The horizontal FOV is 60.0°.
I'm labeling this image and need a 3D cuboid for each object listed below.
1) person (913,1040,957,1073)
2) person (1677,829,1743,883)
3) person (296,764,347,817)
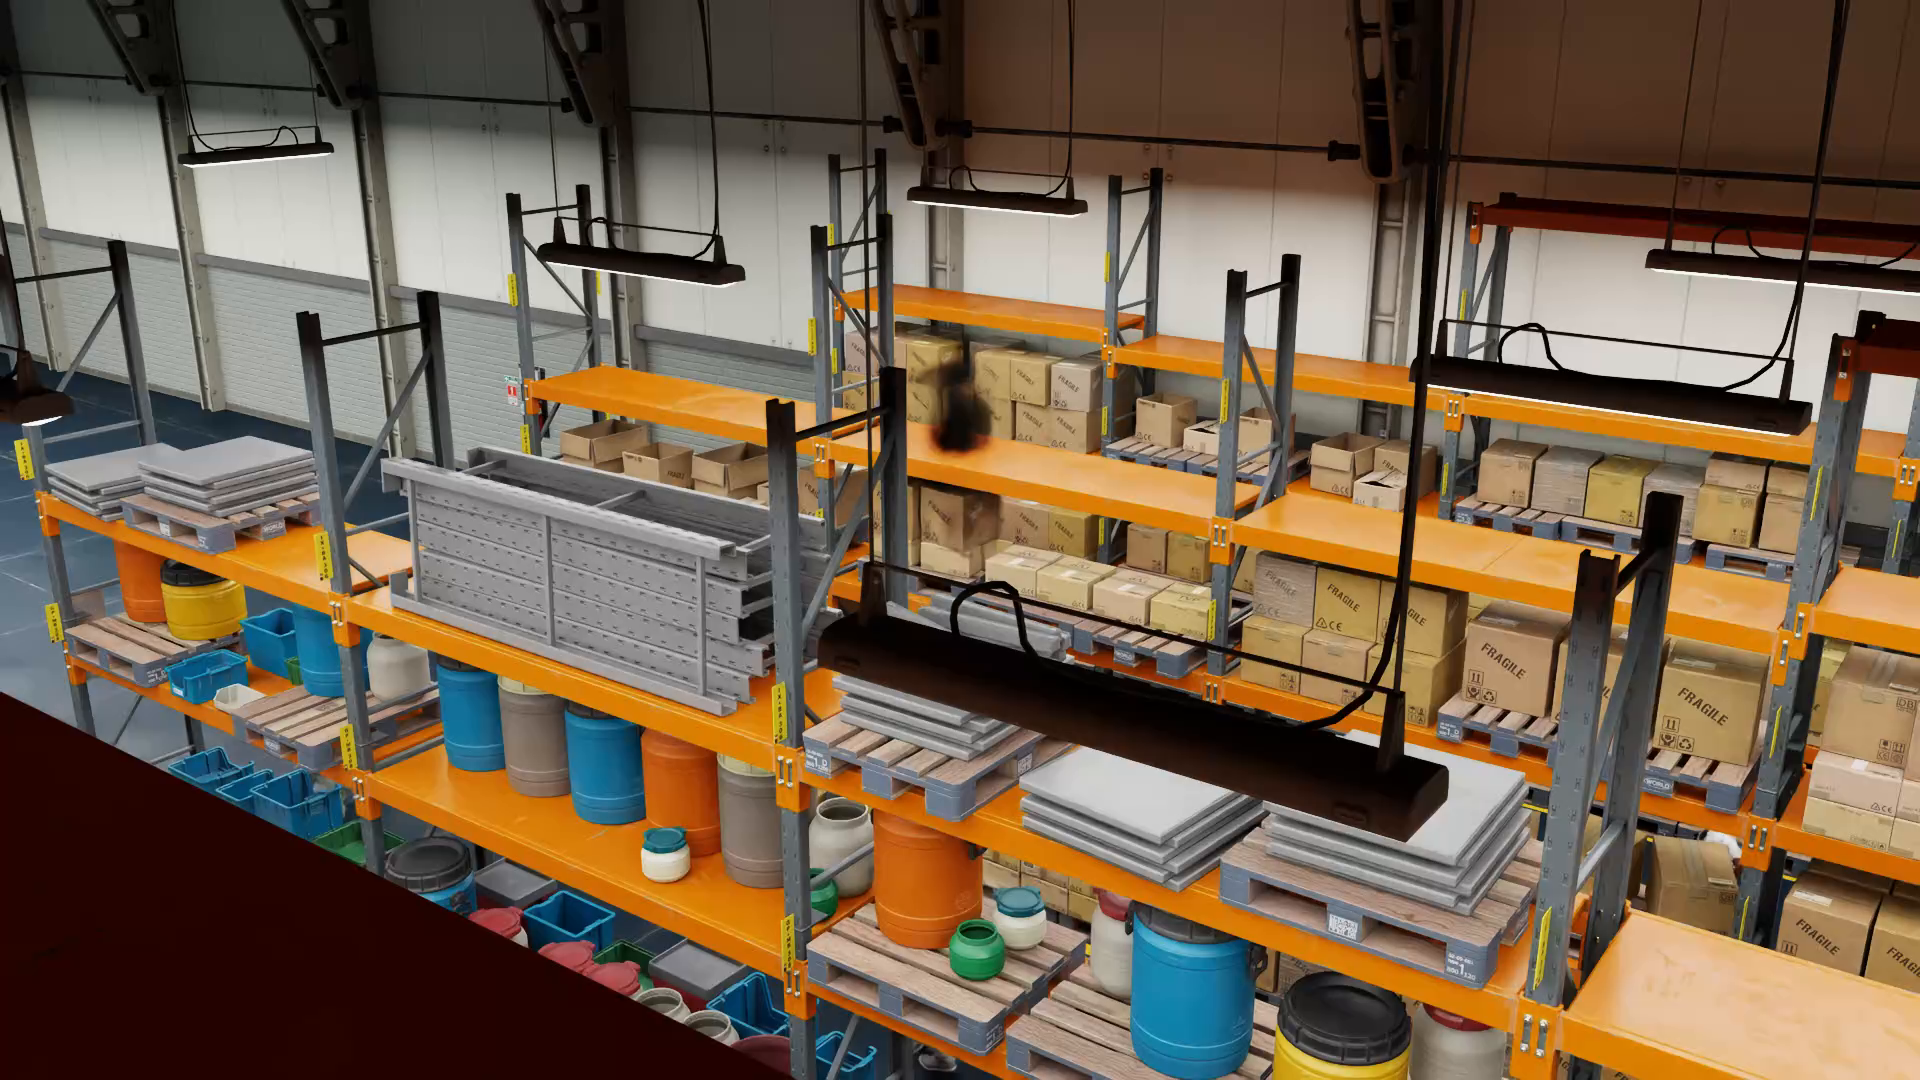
[{"bbox_3d":[-0.328,3.236,12.689,0.735,1.821,0.629,9,21,25],"label":"person"},{"bbox_3d":[6.268,2.893,13.810,0.848,1.750,0.535,16,24,39],"label":"person"},{"bbox_3d":[-6.498,2.034,16.434,0.613,1.672,0.851,3,19,9],"label":"person"}]
